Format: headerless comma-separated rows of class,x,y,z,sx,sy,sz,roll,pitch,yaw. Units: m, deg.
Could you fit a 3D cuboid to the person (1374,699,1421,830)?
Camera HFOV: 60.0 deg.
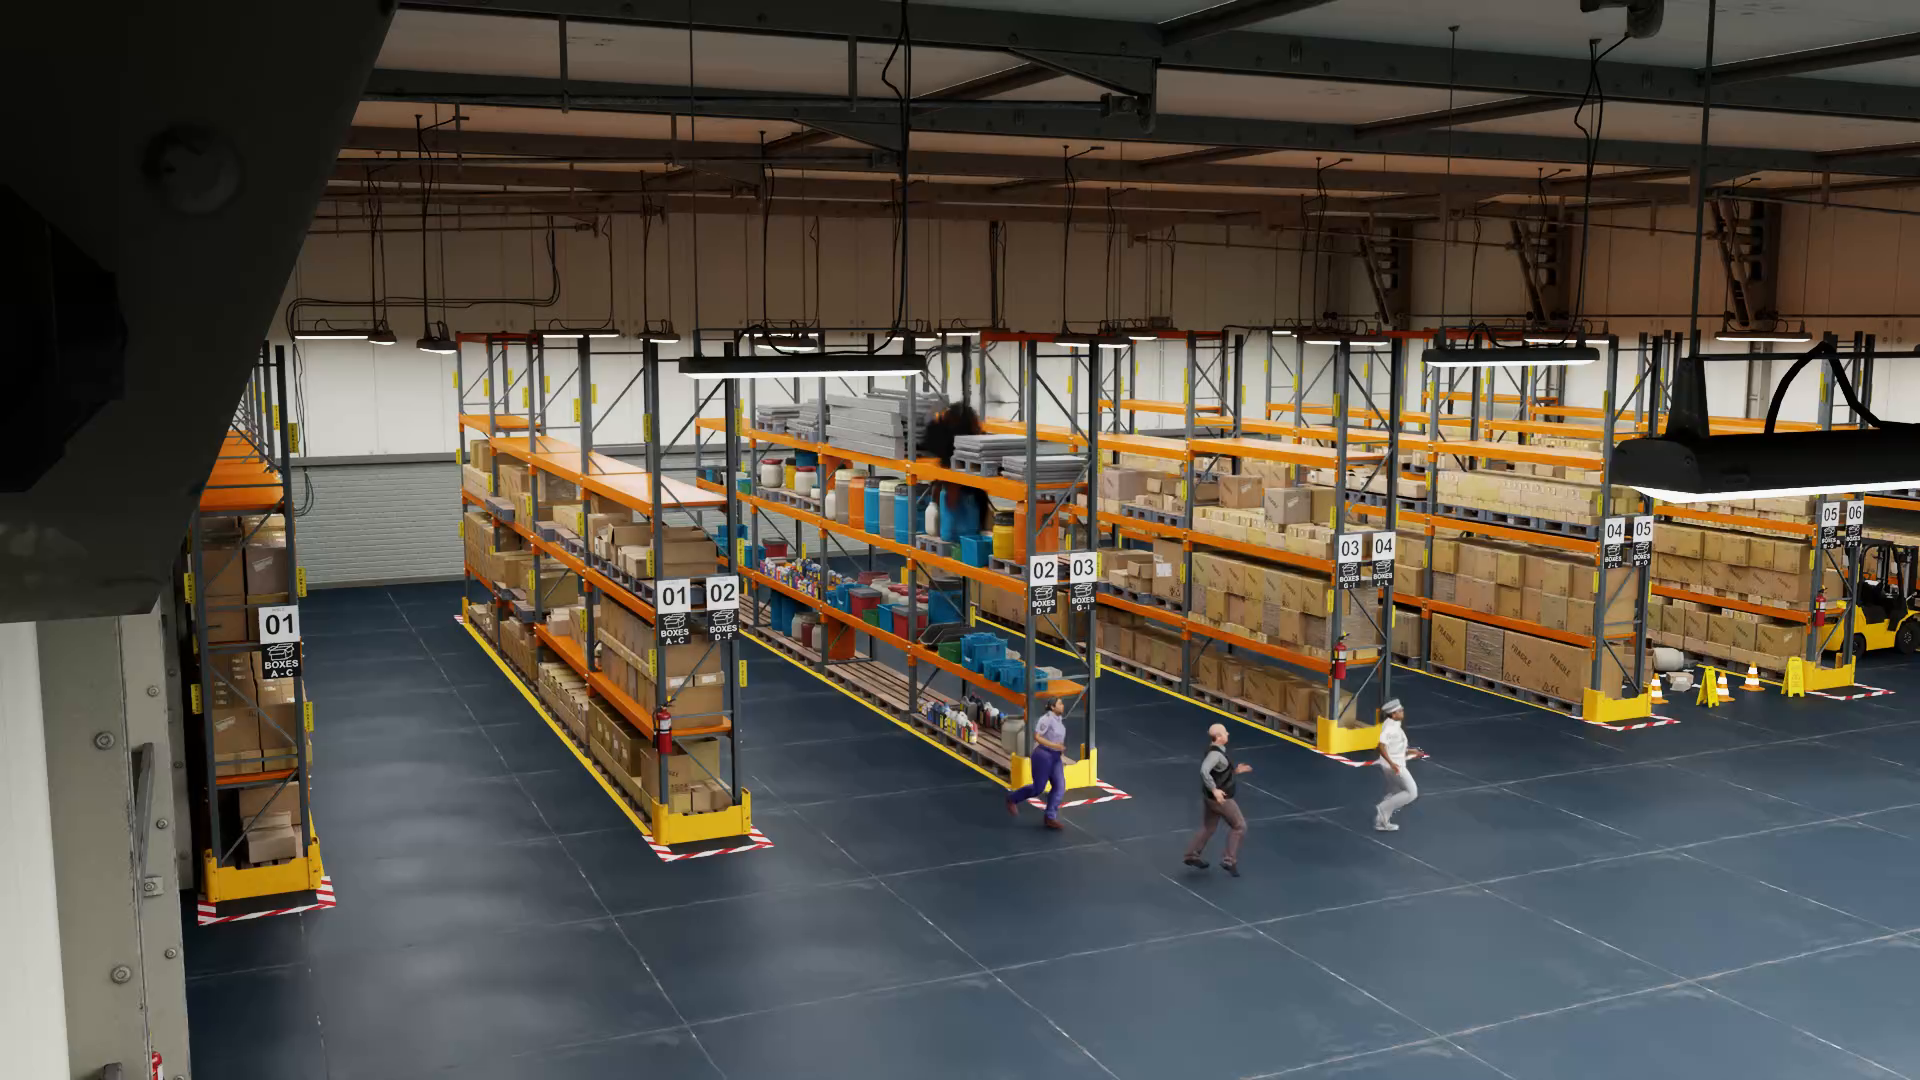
person,5.385,2.764,20.438,0.559,1.652,0.572,1,8,7

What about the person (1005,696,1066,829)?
person,1.061,2.755,20.917,0.839,1.589,0.660,5,9,31

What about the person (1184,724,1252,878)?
person,2.929,2.957,18.836,0.752,1.780,0.624,-1,8,-5
